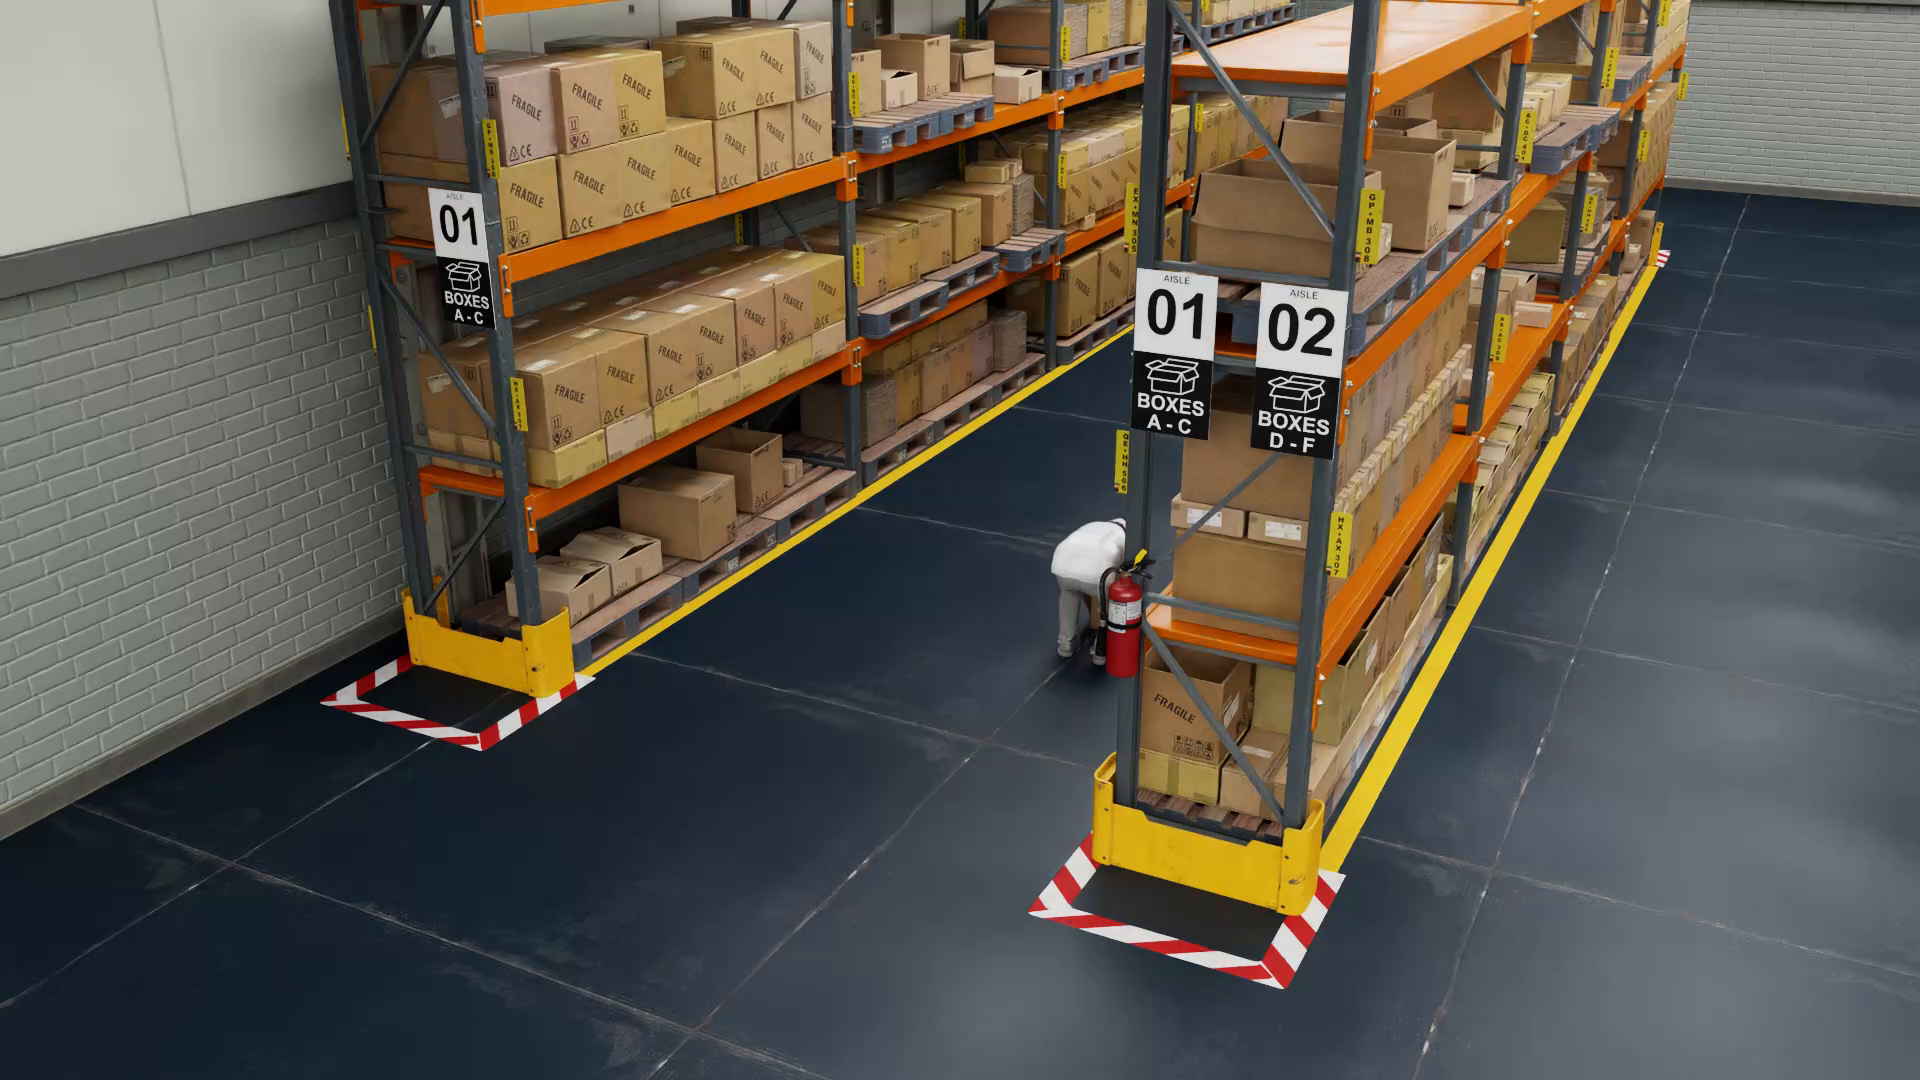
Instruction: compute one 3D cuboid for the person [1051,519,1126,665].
[{"bbox_3d":[0.926,0.295,11.174,0.512,0.897,0.978,10,25,23],"label":"person"}]
